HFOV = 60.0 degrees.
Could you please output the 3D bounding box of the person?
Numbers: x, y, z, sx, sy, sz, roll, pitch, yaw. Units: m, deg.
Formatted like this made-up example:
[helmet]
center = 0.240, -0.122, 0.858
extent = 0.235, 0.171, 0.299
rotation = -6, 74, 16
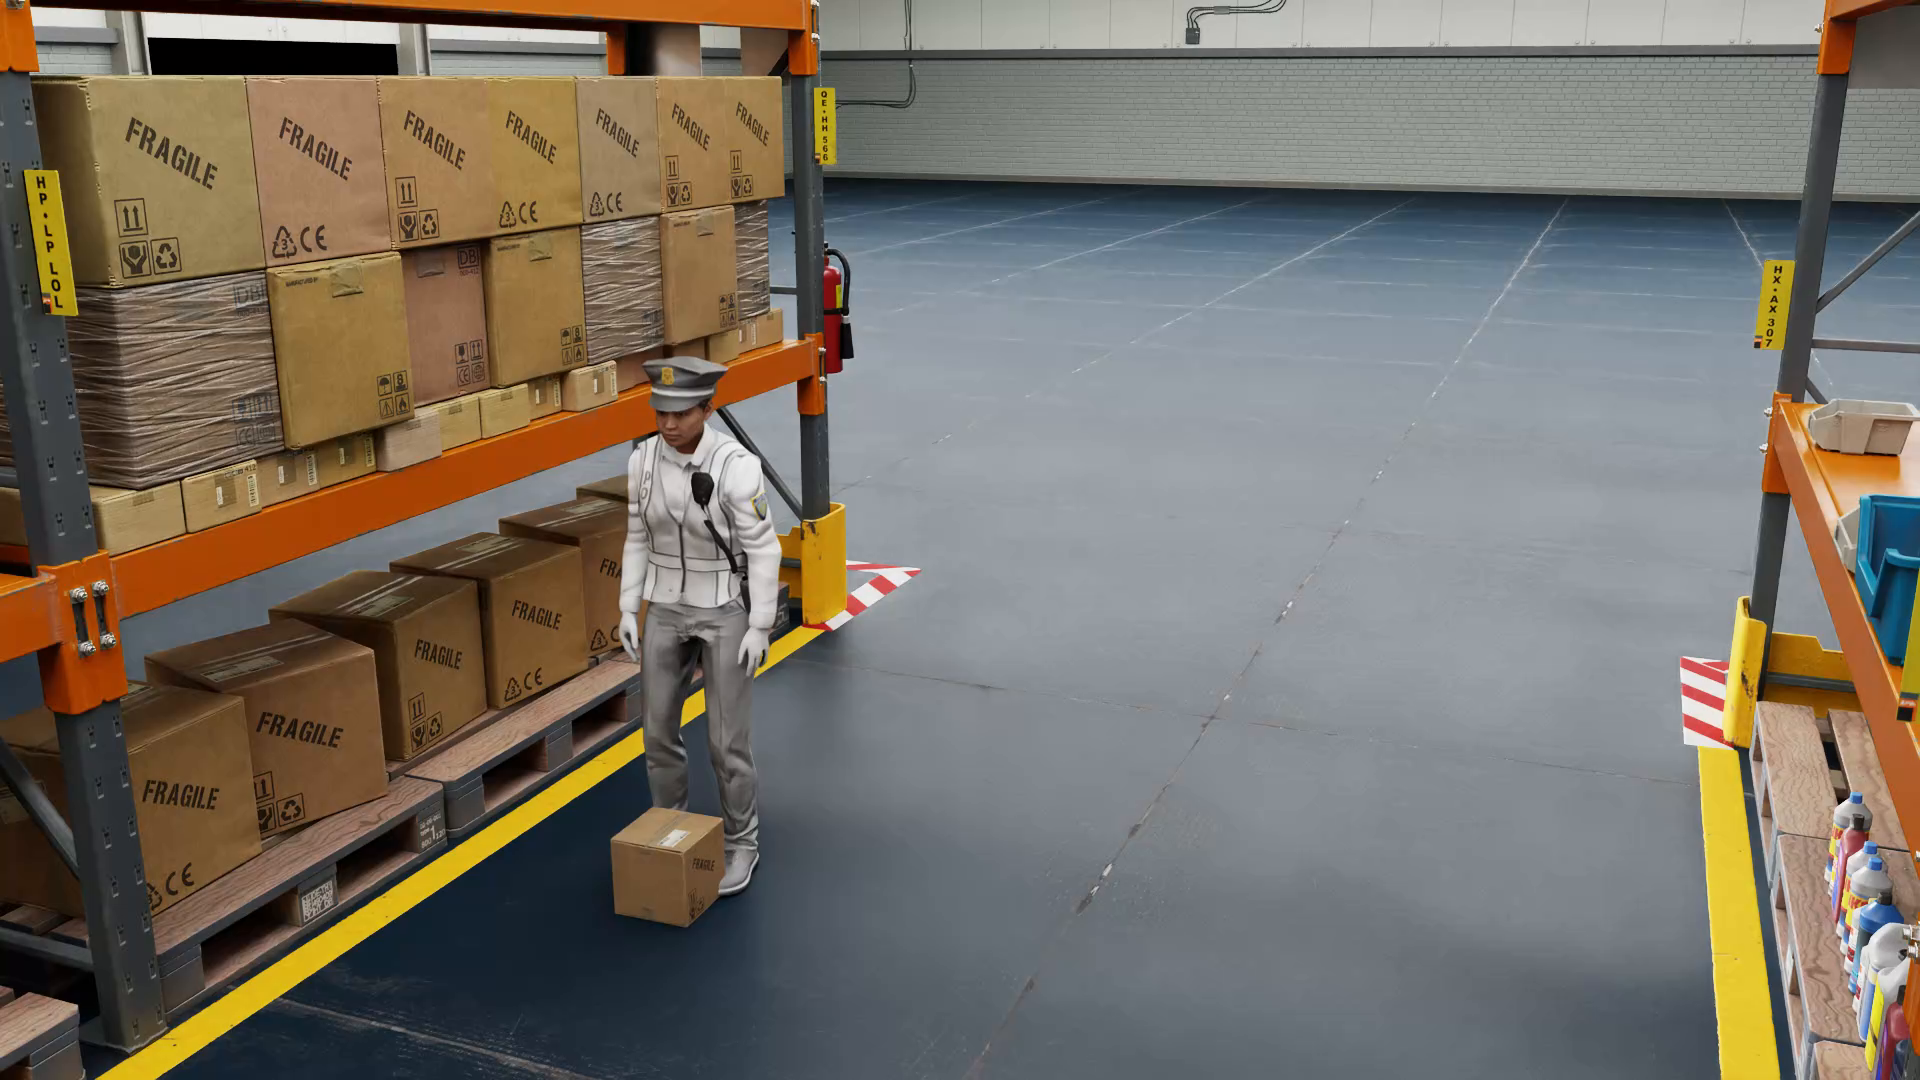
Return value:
[person]
center = -0.805, 0.253, 5.109
extent = 0.522, 1.663, 0.371
rotation = 5, 16, 19
